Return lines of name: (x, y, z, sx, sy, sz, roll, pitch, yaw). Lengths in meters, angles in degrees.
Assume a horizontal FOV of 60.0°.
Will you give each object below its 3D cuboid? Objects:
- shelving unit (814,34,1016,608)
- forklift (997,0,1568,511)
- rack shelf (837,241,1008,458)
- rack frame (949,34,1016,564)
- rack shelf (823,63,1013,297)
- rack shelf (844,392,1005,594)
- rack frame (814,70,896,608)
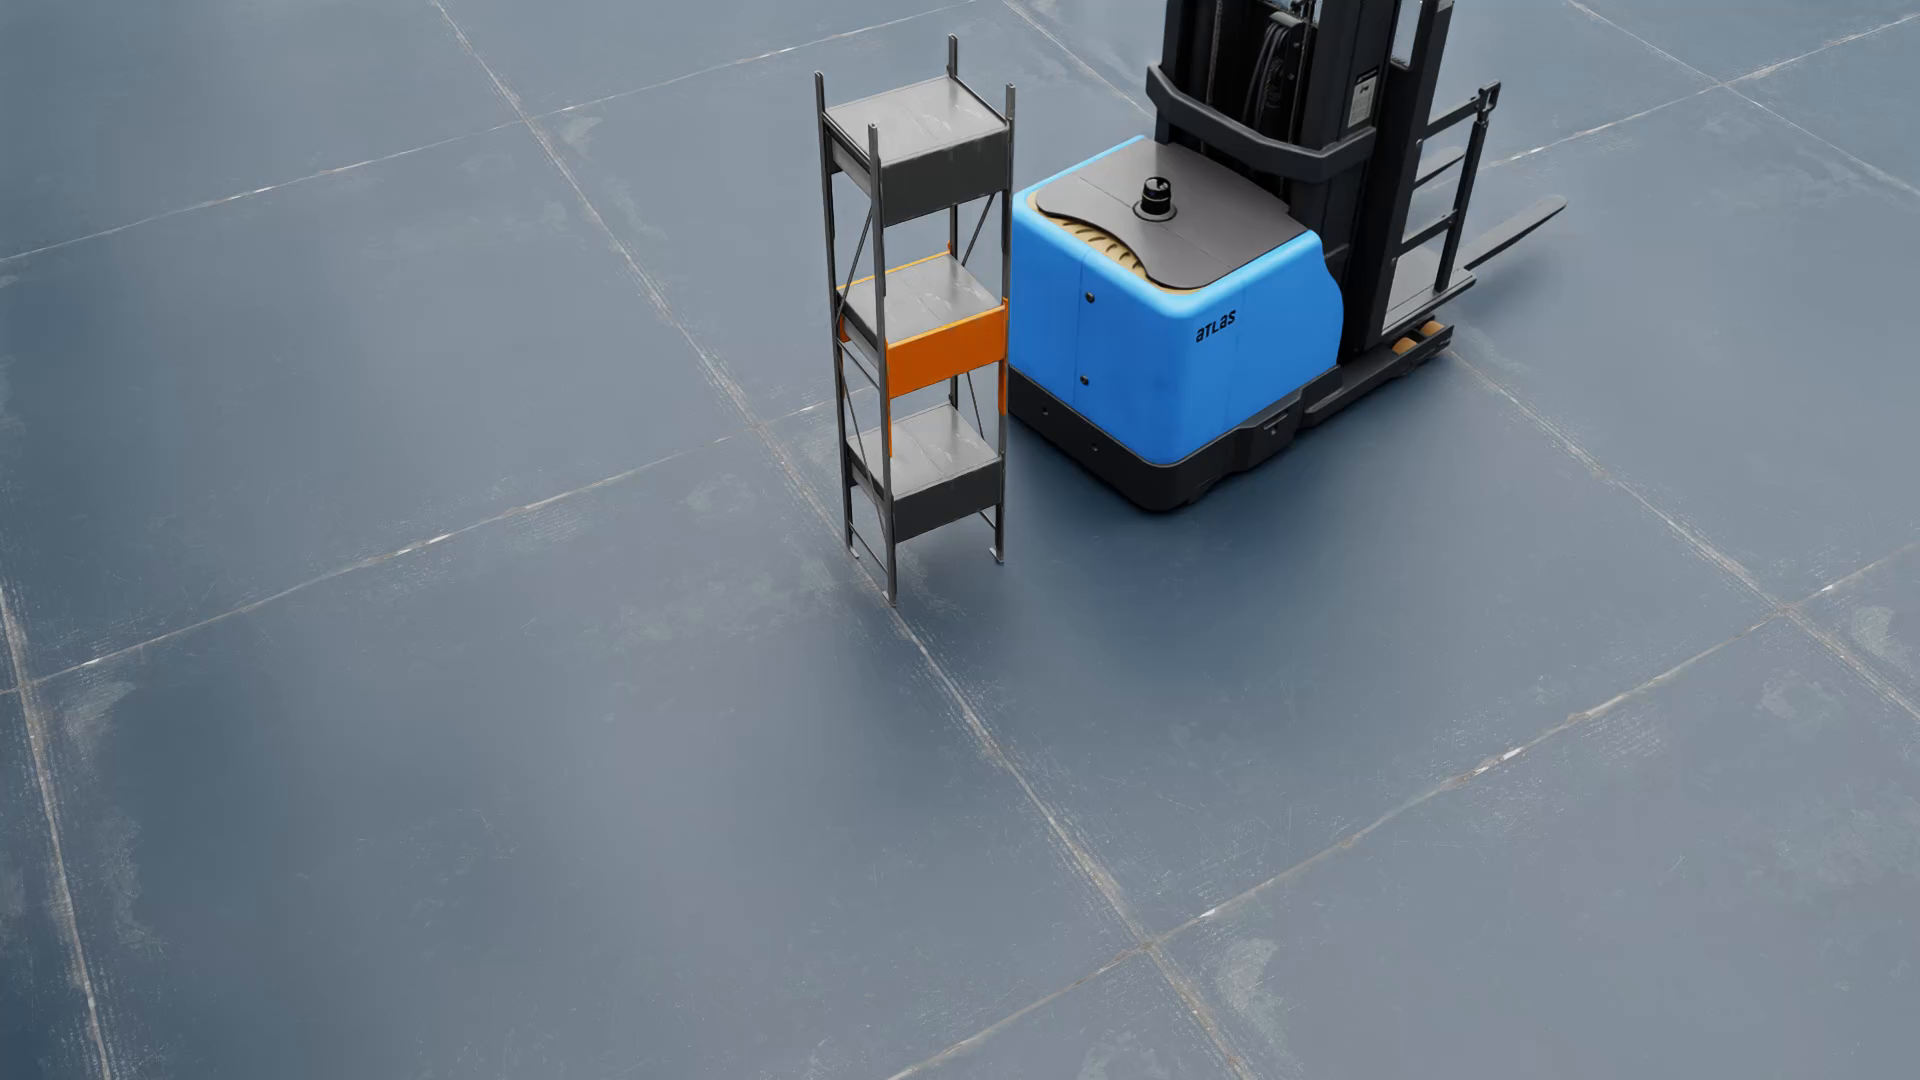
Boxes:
shelving unit: (-0.144, -0.696, 5.960, 0.503, 2.100, 0.431, -22, 48, -21)
forklift: (1.611, -2.049, 6.757, 3.031, 2.935, 1.130, -31, 52, -28)
rack shelf: (-0.144, -0.686, 5.969, 0.480, 0.518, 0.431, -22, 48, -21)
rack frame: (0.068, -0.781, 6.047, 0.015, 2.100, 0.400, -22, 48, -21)
rack shelf: (-0.144, -1.189, 5.482, 0.480, 0.518, 0.431, -22, 48, -21)
rack shelf: (-0.144, -0.184, 6.457, 0.480, 0.518, 0.431, -22, 48, -21)
rack frame: (-0.355, -0.611, 5.872, 0.015, 2.100, 0.400, -22, 48, -21)
